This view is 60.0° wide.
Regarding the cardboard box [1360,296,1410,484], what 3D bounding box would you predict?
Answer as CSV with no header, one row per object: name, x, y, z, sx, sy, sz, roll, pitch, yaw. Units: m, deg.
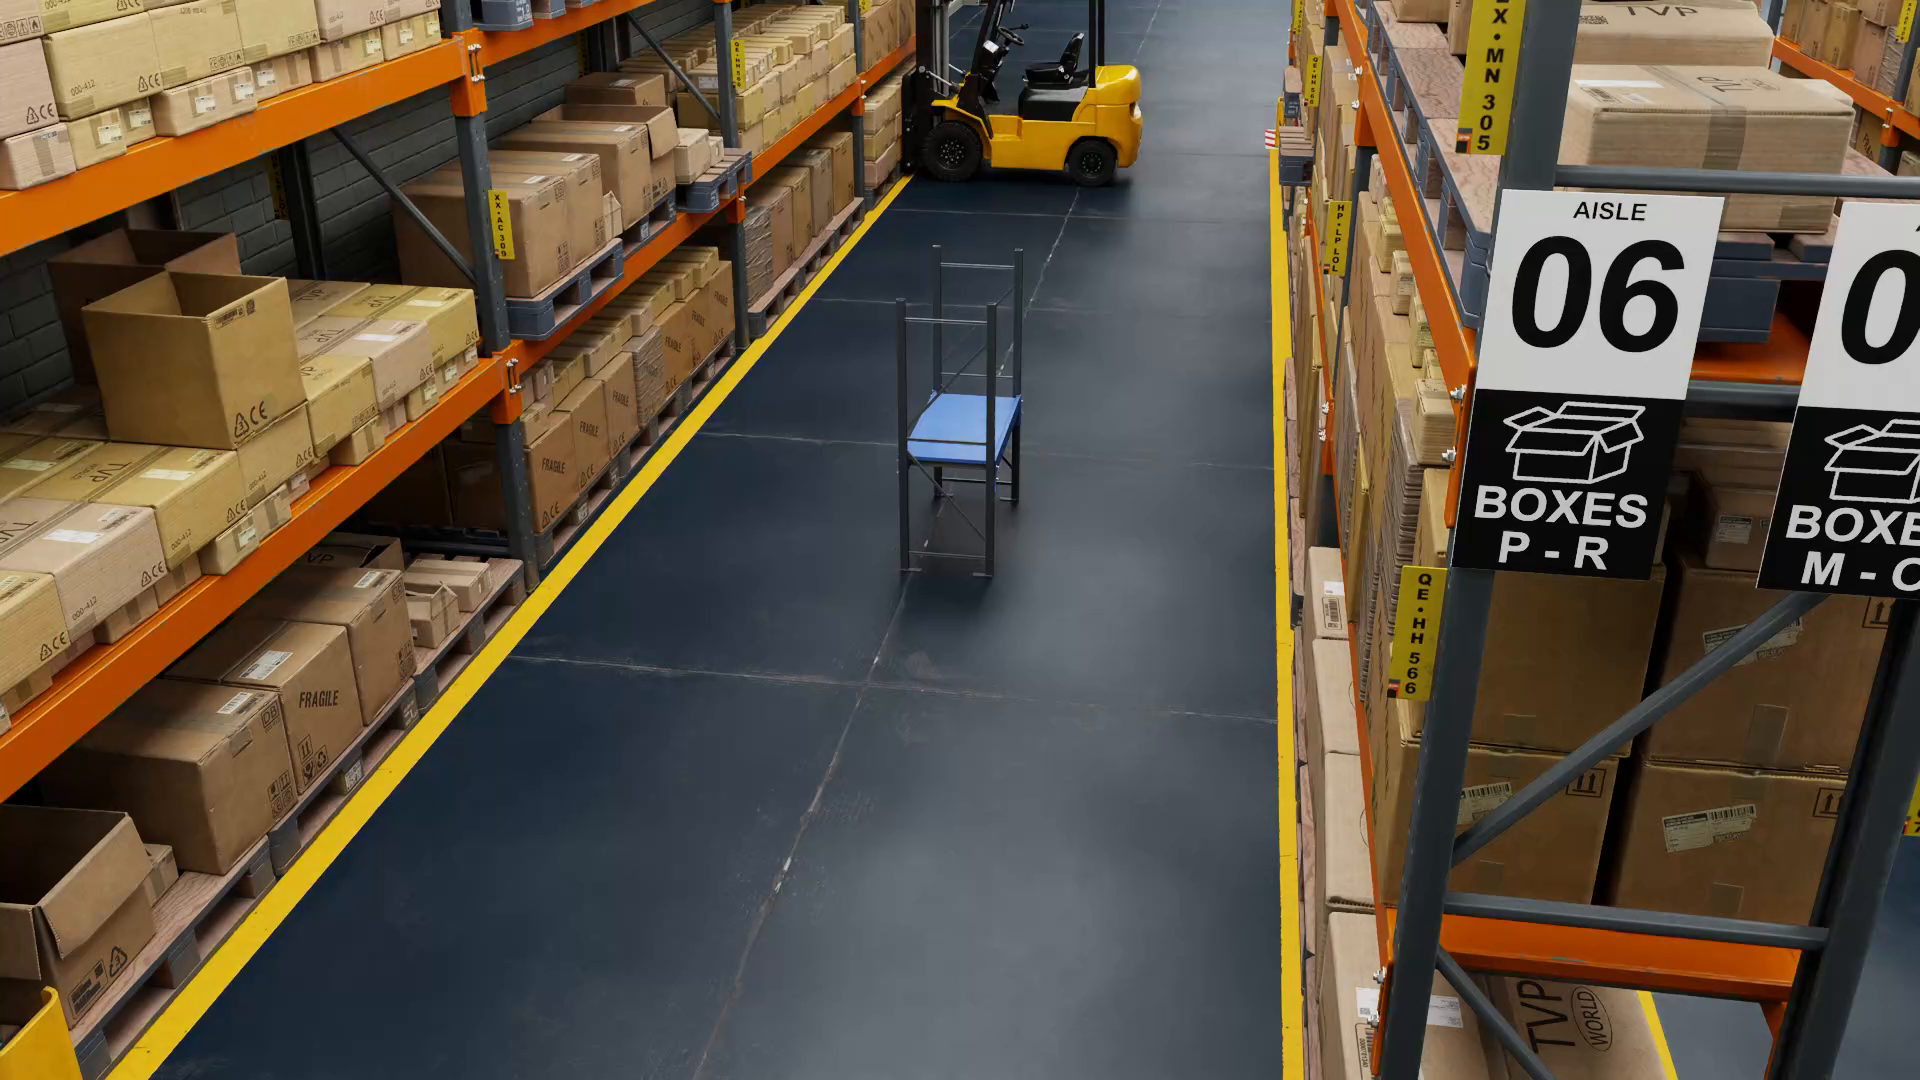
cardboard box,1.600,-0.472,5.423,0.500,0.500,0.500,4,25,8

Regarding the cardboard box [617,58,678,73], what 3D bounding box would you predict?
cardboard box,-2.273,-3.413,12.120,0.380,0.149,0.250,5,25,10

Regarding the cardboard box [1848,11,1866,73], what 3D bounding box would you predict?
cardboard box,8.713,-4.509,15.168,0.875,0.550,0.550,4,25,9

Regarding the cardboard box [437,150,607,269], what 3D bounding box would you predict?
cardboard box,-2.328,-1.773,8.885,0.700,0.500,0.500,4,25,9

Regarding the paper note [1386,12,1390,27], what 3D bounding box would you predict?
paper note,1.300,-1.588,5.066,0.006,0.032,0.123,4,25,9

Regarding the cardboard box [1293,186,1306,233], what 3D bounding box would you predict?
cardboard box,3.409,-2.918,14.550,0.950,0.372,0.625,4,25,9

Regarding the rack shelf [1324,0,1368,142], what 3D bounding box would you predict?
rack shelf,2.512,-2.661,8.706,1.077,0.370,4.000,4,25,9

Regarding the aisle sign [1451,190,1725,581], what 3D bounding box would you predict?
aisle sign,1.214,-0.287,3.259,0.394,0.787,0.004,4,25,9

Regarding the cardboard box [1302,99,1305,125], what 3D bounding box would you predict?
cardboard box,2.710,-3.141,12.222,0.380,0.149,0.250,4,25,9

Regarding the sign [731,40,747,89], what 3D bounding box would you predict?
sign,-1.522,-3.262,11.407,0.100,0.325,0.005,4,25,9

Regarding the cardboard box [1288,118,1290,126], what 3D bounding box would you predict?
cardboard box,3.488,-4.114,16.365,0.500,0.500,0.500,5,26,11

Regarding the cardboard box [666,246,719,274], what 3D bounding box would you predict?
cardboard box,-1.890,-1.934,11.532,0.380,0.149,0.250,3,25,6

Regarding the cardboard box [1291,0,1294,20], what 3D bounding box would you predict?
cardboard box,3.795,-5.811,17.658,0.500,0.500,0.500,4,25,8

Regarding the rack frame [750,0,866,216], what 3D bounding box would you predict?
rack frame,-1.405,-4.480,15.282,1.000,3.000,0.127,4,25,9

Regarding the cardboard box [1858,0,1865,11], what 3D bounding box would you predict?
cardboard box,8.686,-5.000,14.943,0.875,0.550,0.550,4,25,9

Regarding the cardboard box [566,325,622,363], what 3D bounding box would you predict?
cardboard box,-2.240,-1.168,9.894,0.380,0.149,0.250,5,26,10

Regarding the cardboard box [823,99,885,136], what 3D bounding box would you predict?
cardboard box,-1.017,-4.058,15.950,0.500,0.250,0.500,4,25,8

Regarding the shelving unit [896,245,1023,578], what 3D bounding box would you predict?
shelving unit,0.014,-0.715,9.008,0.538,1.500,1.048,4,25,9

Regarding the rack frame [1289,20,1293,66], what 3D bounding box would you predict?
rack frame,4.146,-5.810,18.125,1.000,3.000,0.127,4,25,9

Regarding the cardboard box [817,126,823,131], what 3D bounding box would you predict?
cardboard box,-1.516,-4.097,16.032,0.500,0.250,0.500,5,25,10

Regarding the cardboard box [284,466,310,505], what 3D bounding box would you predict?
cardboard box,-2.785,-0.225,6.489,0.380,0.149,0.250,4,25,8

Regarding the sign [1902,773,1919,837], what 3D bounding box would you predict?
sign,2.078,0.495,3.541,0.100,0.325,0.005,4,25,9

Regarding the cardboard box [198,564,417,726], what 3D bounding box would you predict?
cardboard box,-2.825,0.443,7.219,0.700,0.500,0.500,3,25,7

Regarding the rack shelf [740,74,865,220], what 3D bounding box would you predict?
rack shelf,-1.732,-3.317,13.647,1.077,0.370,4.000,4,25,9

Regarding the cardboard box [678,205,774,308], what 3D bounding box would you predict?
cardboard box,-1.943,-2.181,12.678,0.875,0.625,0.625,5,26,10

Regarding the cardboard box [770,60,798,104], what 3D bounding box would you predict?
cardboard box,-1.559,-3.561,12.906,0.500,0.250,0.500,3,25,7

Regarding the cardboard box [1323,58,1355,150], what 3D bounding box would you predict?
cardboard box,2.445,-2.565,9.894,0.500,0.500,0.500,4,25,9

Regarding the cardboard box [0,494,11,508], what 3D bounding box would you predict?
cardboard box,-3.467,0.046,5.439,0.500,0.250,0.500,4,25,9

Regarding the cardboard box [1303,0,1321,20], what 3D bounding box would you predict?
cardboard box,3.052,-4.122,13.553,0.500,0.500,0.500,4,25,9

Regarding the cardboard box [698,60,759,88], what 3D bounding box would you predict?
cardboard box,-1.674,-3.370,12.029,0.380,0.149,0.250,5,25,10

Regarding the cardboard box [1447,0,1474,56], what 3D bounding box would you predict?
cardboard box,1.996,-1.866,5.425,0.797,0.503,0.637,6,26,13

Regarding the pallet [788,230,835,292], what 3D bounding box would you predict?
pallet,-1.684,-2.394,14.116,1.003,0.211,1.213,4,25,9

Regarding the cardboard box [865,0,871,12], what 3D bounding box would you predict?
cardboard box,-1.053,-5.042,15.601,0.380,0.149,0.250,5,25,10

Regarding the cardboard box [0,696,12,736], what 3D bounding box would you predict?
cardboard box,-3.042,0.535,4.866,0.380,0.149,0.250,4,25,8

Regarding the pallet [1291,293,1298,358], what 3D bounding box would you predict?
pallet,2.968,-1.528,12.266,1.003,0.211,1.213,4,25,9

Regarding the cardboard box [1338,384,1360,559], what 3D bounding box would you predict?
cardboard box,1.676,-0.241,6.108,0.500,0.500,0.500,4,25,9

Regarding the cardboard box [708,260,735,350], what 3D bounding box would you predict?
cardboard box,-1.916,-1.673,11.739,0.500,0.500,0.500,5,26,10

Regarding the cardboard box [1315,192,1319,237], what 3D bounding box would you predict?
cardboard box,2.444,-1.993,10.147,0.500,0.250,0.500,3,25,7

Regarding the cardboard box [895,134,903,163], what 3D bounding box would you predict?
cardboard box,-0.863,-4.033,17.076,0.500,0.250,0.500,4,25,9

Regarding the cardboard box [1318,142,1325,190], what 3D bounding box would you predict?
cardboard box,2.427,-2.212,10.024,0.500,0.250,0.500,5,25,10

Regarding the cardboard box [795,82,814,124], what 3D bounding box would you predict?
cardboard box,-1.494,-3.550,13.473,0.500,0.250,0.500,5,26,10

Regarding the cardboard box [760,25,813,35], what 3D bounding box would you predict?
cardboard box,-1.422,-4.124,13.639,0.380,0.149,0.250,4,25,9

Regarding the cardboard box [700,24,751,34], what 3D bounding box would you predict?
cardboard box,-1.935,-4.157,13.710,0.380,0.149,0.250,4,25,8

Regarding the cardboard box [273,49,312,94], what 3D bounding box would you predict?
cardboard box,-2.693,-1.782,6.276,0.380,0.149,0.250,5,26,10

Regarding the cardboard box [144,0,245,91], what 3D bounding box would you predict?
cardboard box,-2.804,-1.698,5.627,0.500,0.250,0.500,4,25,8

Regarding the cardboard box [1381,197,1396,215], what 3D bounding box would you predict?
cardboard box,1.750,-1.151,6.109,0.380,0.149,0.250,4,25,8

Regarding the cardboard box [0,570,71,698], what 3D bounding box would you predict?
cardboard box,-3.026,0.301,4.894,0.500,0.250,0.500,4,25,9

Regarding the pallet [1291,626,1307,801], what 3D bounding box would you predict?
pallet,1.983,0.784,7.326,1.003,0.211,1.213,4,25,9

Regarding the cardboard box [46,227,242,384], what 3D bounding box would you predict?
cardboard box,-3.218,-0.936,6.652,0.500,0.500,0.500,3,25,7

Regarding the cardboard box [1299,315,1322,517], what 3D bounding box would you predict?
cardboard box,2.347,-0.662,9.138,0.875,0.875,0.875,5,26,10

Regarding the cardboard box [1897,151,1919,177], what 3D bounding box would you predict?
cardboard box,8.380,-2.742,13.728,1.050,0.750,0.750,4,25,8

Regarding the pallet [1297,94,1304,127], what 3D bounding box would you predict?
pallet,3.122,-3.208,12.792,1.003,0.211,1.213,4,25,9

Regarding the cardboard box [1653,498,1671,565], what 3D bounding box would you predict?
cardboard box,1.392,-0.074,3.808,0.380,0.149,0.250,4,25,9

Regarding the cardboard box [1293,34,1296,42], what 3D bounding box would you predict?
cardboard box,3.649,-5.254,17.232,0.380,0.149,0.250,4,25,9

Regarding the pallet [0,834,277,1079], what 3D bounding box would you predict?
pallet,-3.225,1.437,5.931,1.003,0.211,1.213,4,25,9
